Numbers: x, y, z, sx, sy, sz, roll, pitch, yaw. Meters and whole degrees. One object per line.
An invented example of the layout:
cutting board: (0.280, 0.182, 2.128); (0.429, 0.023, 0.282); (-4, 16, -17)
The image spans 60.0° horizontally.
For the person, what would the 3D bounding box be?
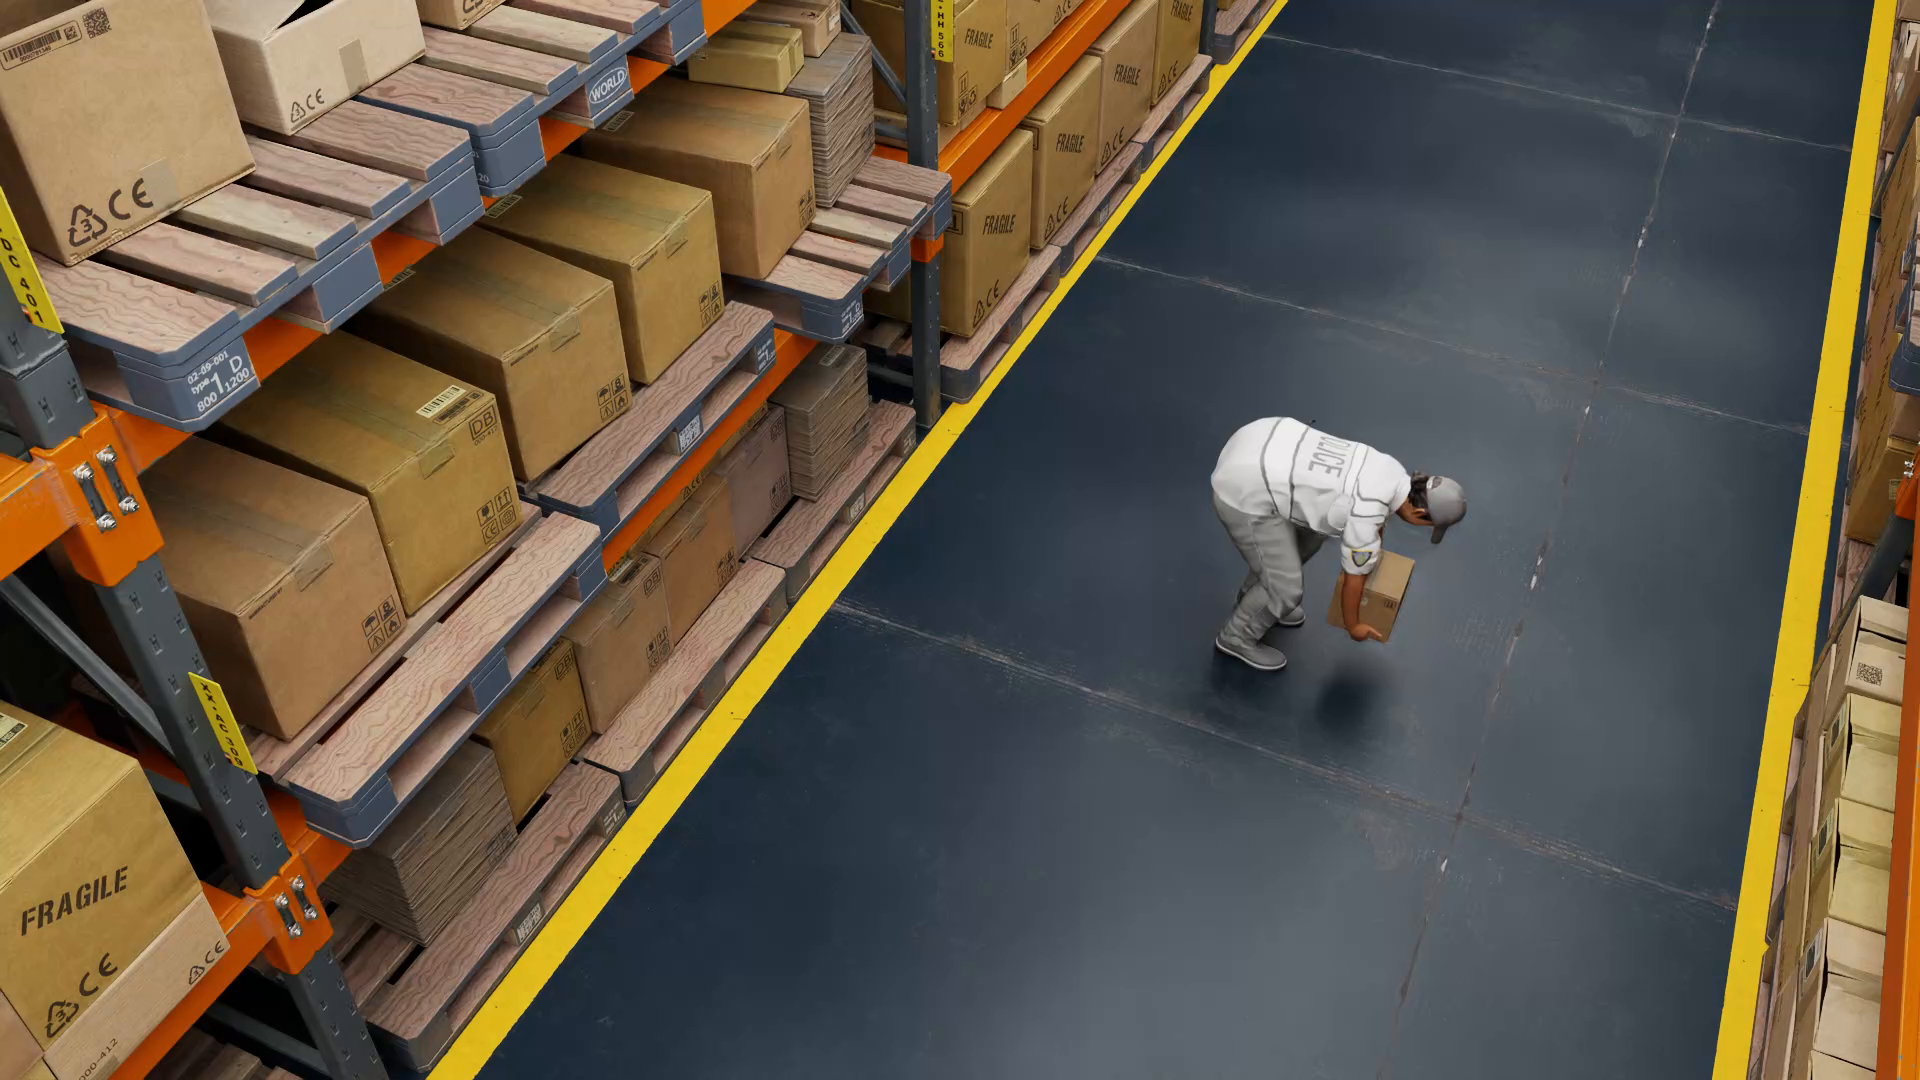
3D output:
person: (1.437, 0.055, 6.553); (0.952, 1.058, 0.478); (16, 45, 17)
